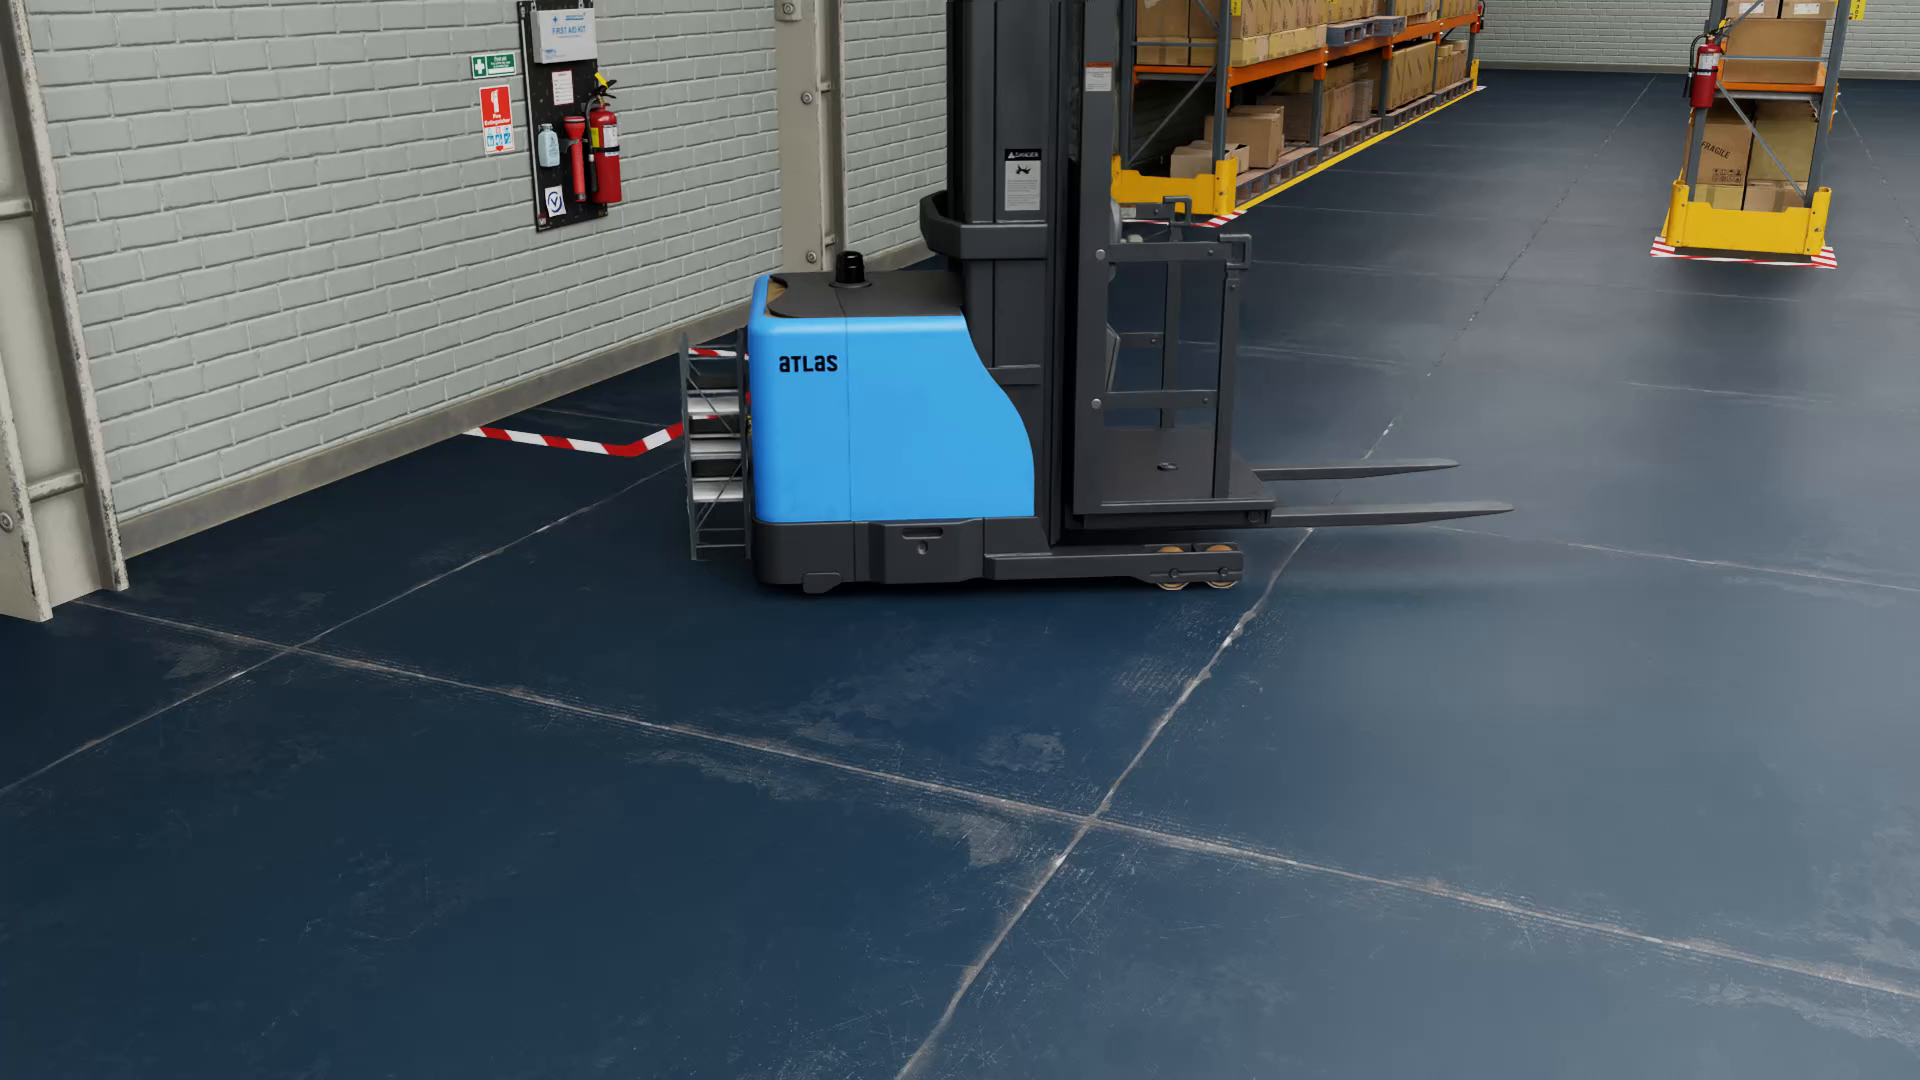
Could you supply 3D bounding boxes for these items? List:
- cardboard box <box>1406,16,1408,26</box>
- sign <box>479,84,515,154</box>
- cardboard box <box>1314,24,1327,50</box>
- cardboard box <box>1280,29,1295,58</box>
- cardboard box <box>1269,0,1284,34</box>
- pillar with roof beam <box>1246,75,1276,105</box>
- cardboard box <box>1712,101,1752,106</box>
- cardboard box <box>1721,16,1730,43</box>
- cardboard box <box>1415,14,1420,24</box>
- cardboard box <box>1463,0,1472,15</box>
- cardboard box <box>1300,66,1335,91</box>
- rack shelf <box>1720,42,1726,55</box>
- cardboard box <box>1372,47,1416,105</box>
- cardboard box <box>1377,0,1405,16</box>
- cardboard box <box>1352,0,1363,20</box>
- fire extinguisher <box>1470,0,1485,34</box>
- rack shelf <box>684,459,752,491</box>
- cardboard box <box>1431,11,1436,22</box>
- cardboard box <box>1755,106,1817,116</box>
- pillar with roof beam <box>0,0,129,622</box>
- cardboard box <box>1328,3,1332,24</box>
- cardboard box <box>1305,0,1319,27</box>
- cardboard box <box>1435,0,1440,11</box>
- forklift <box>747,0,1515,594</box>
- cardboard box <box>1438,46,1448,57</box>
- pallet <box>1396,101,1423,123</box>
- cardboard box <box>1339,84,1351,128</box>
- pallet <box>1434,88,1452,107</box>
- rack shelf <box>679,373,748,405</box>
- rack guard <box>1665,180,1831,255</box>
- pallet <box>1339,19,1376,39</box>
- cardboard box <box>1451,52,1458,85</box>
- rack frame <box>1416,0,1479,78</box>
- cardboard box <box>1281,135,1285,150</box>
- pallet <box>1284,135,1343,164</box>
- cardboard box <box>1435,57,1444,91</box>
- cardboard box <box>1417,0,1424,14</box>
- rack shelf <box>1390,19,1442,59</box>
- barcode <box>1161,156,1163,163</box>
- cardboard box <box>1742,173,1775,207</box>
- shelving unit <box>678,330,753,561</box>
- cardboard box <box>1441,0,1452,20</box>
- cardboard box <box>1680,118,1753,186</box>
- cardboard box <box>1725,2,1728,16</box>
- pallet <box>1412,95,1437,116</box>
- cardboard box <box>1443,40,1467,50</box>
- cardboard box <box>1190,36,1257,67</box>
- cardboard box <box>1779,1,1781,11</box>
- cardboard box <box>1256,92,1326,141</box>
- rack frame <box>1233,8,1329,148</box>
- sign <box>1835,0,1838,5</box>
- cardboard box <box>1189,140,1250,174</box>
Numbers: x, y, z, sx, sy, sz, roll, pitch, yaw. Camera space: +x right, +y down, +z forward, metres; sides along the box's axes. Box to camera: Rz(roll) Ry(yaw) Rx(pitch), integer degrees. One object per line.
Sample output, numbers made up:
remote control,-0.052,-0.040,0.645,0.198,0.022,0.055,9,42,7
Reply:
cardboard box,6.097,-7.331,23.450,0.380,0.149,0.250,9,21,24
sign,-2.353,-2.138,8.452,0.001,0.329,0.234,9,21,23
cardboard box,3.694,-5.503,18.161,0.500,0.250,0.500,9,21,23
cardboard box,3.086,-5.042,16.864,0.500,0.250,0.500,9,21,23
cardboard box,2.872,-5.232,16.278,0.500,0.500,0.500,8,21,21
pillar with roof beam,7.856,-8.931,18.651,9.100,9.000,0.400,9,21,23
cardboard box,7.248,-3.923,15.882,0.500,0.500,0.500,9,21,23
cardboard box,9.228,-6.006,19.514,0.500,0.311,0.500,8,21,22
cardboard box,6.447,-7.563,24.103,0.380,0.149,0.250,8,21,21
cardboard box,8.038,-9.179,27.856,0.980,0.700,0.700,8,21,22
cardboard box,4.285,-5.656,20.350,0.500,0.250,0.500,8,21,21
rack shelf,8.952,-5.345,18.595,1.077,0.370,4.000,9,21,23
cardboard box,6.035,-6.632,23.723,0.750,0.750,0.750,8,21,22
cardboard box,5.682,-7.284,22.350,0.500,0.500,0.500,9,22,24
cardboard box,4.577,-6.699,20.523,0.700,0.500,0.500,9,21,23
fire extinguisher,9.009,-9.190,29.005,0.296,0.674,0.183,9,21,23
rack shelf,-0.976,-0.260,6.725,0.258,0.077,0.200,-2,20,-5
cardboard box,6.926,-7.865,24.952,0.380,0.149,0.250,9,21,24
cardboard box,7.534,-3.697,15.245,0.500,0.500,0.500,9,21,23
pillar with roof beam,0.485,-3.428,3.179,9.100,9.000,0.400,9,21,23
cardboard box,3.851,-6.156,18.997,0.700,0.500,0.500,9,21,23
cardboard box,3.501,-5.703,17.602,0.500,0.500,0.500,8,21,22
cardboard box,6.929,-8.217,24.976,0.500,0.500,0.500,8,21,22
forklift,0.686,-1.361,6.422,3.031,2.935,1.130,-2,20,-5
cardboard box,7.594,-7.816,26.607,0.380,0.149,0.250,9,22,25
pallet,6.142,-6.262,24.262,1.003,0.211,1.213,9,21,23
cardboard box,4.508,-5.479,20.971,0.700,0.500,0.500,8,21,22
pallet,7.271,-7.104,26.630,1.003,0.211,1.213,9,21,23
rack shelf,-0.977,-0.600,6.605,0.258,0.077,0.200,-2,20,-5
rack guard,6.485,-2.664,13.715,1.175,0.500,0.348,9,21,23
pallet,4.477,-6.273,20.416,1.003,0.211,1.213,9,21,23
cardboard box,7.920,-7.905,27.823,0.700,0.500,0.500,8,21,21
rack frame,8.526,-9.419,28.978,1.000,3.000,0.127,9,21,23
cardboard box,3.420,-4.456,18.593,0.380,0.166,0.250,6,20,16
pallet,3.929,-4.675,19.800,1.003,0.211,1.213,9,21,23
cardboard box,7.288,-7.431,26.491,0.700,0.500,0.500,9,21,23
cardboard box,6.315,-7.754,23.673,0.500,0.500,0.500,9,22,24
rack shelf,6.069,-7.246,23.941,1.077,0.370,4.000,9,21,23
barcode,1.982,-3.732,16.330,0.001,0.075,0.075,9,21,23
cardboard box,7.119,-3.039,14.513,0.500,0.250,0.500,9,21,23
shelving unit,-0.976,-0.377,6.684,0.258,0.900,0.210,-2,20,-5
cardboard box,7.125,-8.501,25.949,0.980,0.700,0.700,9,21,24
cardboard box,6.443,-3.310,14.157,0.500,0.500,0.500,9,21,23
cardboard box,6.583,-4.425,13.819,0.380,0.149,0.250,9,22,24
pallet,6.641,-6.636,25.314,1.003,0.211,1.213,9,21,23
cardboard box,8.444,-8.453,28.397,0.380,0.149,0.250,8,21,22
cardboard box,2.463,-4.572,15.543,0.500,0.250,0.500,8,21,21
cardboard box,7.166,-4.527,14.103,0.380,0.149,0.250,8,21,22
cardboard box,3.898,-5.008,19.647,0.700,0.500,0.500,9,22,25
rack frame,3.612,-5.751,18.663,1.000,3.000,0.127,9,21,23
sign,8.640,-5.442,16.384,0.100,0.325,0.005,9,21,23
cardboard box,2.573,-3.842,16.652,0.500,0.311,0.500,11,22,27
